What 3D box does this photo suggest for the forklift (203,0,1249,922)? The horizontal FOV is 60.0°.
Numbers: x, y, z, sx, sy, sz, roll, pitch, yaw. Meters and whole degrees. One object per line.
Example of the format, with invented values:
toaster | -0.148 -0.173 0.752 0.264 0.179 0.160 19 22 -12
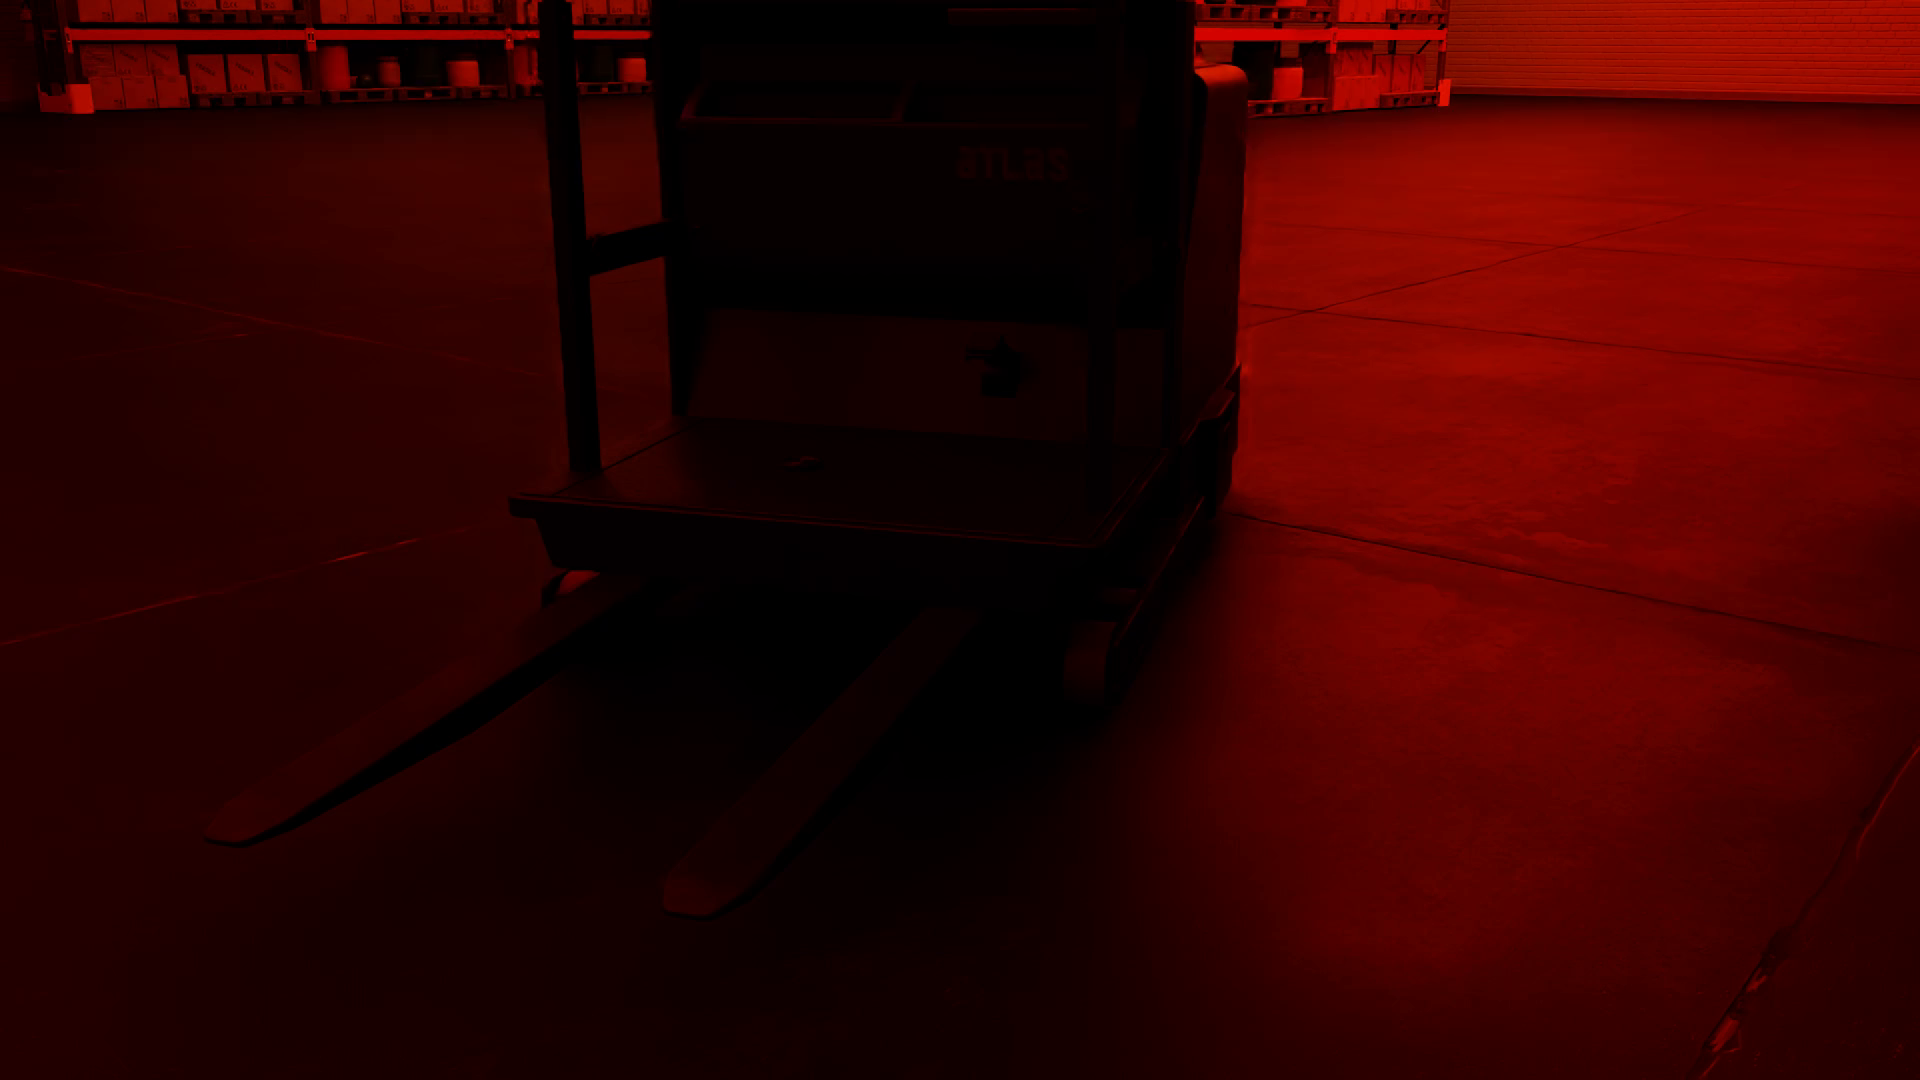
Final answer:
forklift | -0.160 -1.226 2.934 1.130 2.935 3.031 5 18 16
